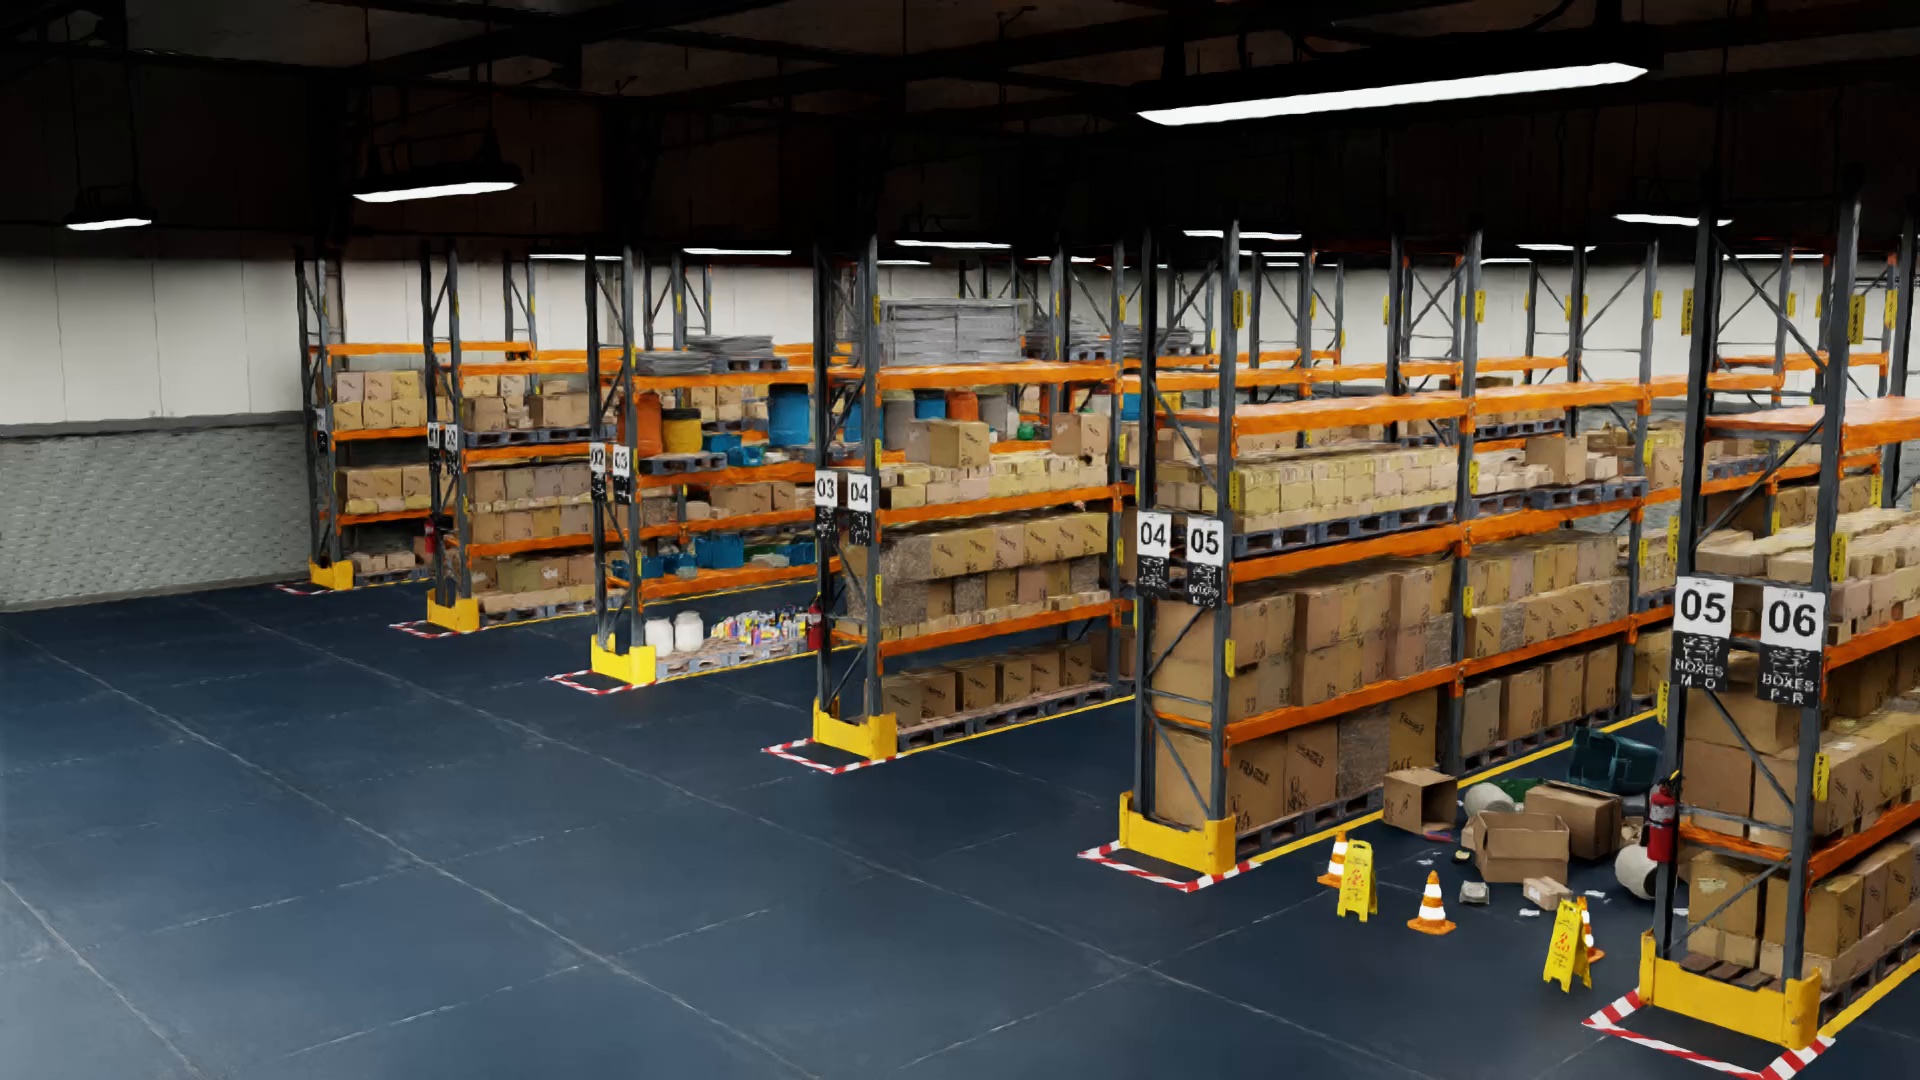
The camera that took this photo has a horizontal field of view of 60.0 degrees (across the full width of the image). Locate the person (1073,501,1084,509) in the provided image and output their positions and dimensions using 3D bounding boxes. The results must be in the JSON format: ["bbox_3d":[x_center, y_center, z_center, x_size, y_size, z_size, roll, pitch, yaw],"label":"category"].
[{"bbox_3d":[1.875,0.180,26.406,0.538,1.649,1.028,7,11,38],"label":"person"}]
